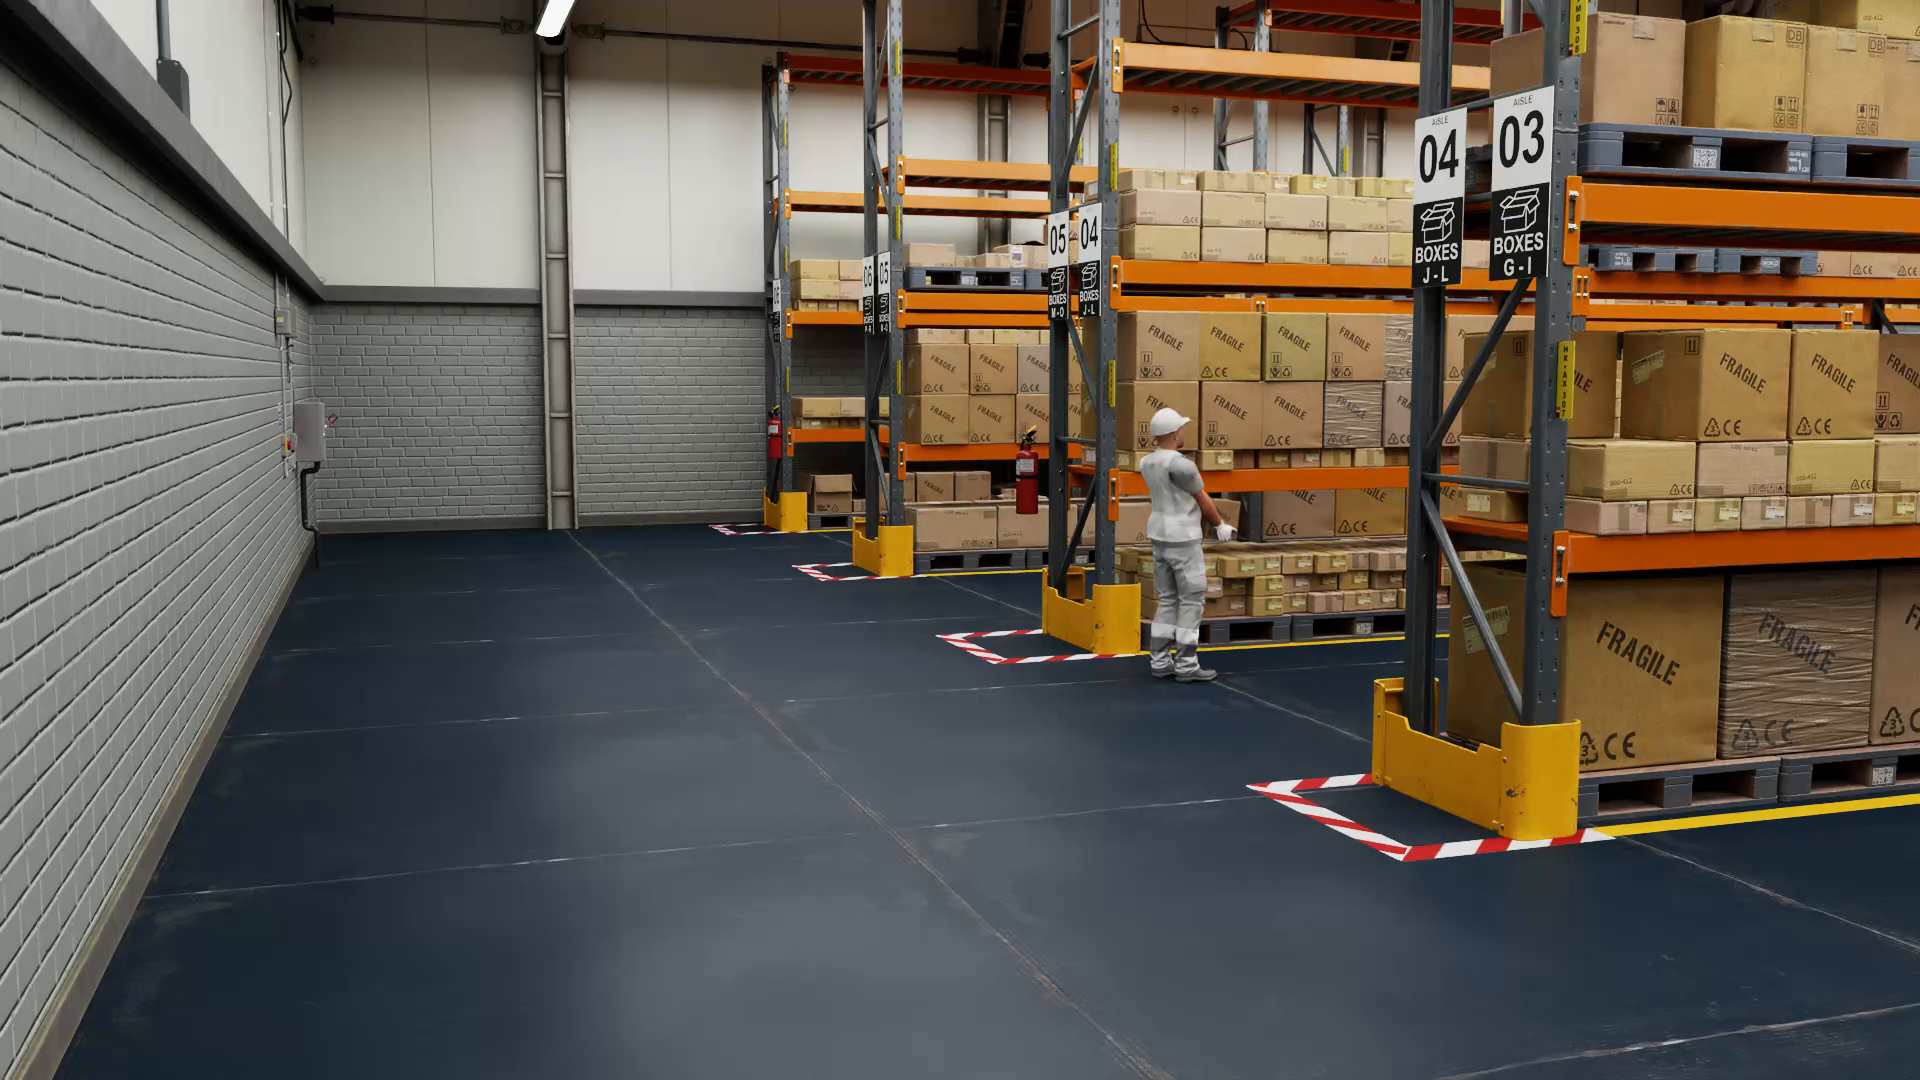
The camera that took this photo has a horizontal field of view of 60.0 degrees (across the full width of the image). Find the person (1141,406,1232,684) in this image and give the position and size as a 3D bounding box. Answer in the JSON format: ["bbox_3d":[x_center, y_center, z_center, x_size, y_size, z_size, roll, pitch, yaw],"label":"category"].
[{"bbox_3d":[1.482,0.021,10.909,0.529,1.794,0.521,-3,6,-26],"label":"person"}]
